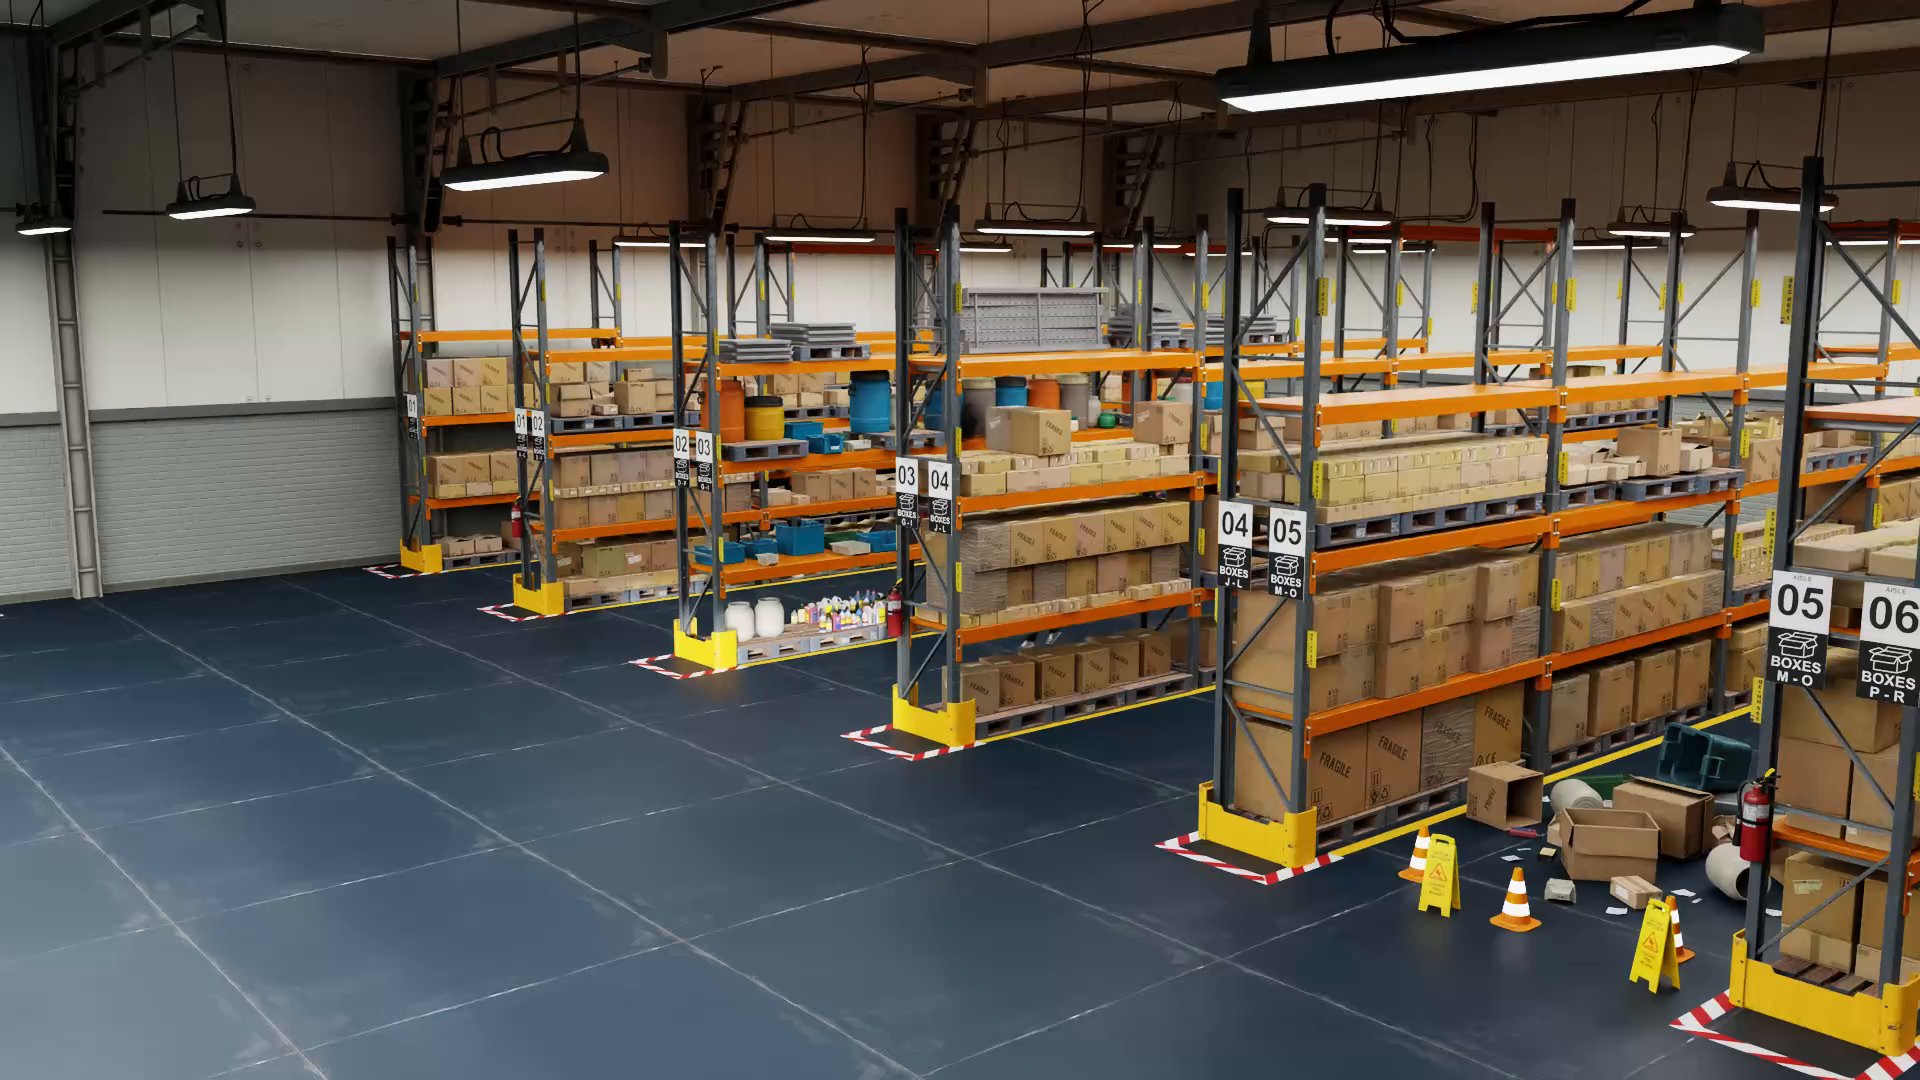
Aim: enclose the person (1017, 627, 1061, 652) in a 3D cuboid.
[{"bbox_3d":[1.072,0.648,22.236,0.792,1.619,0.545,-7,11,-37],"label":"person"}]
